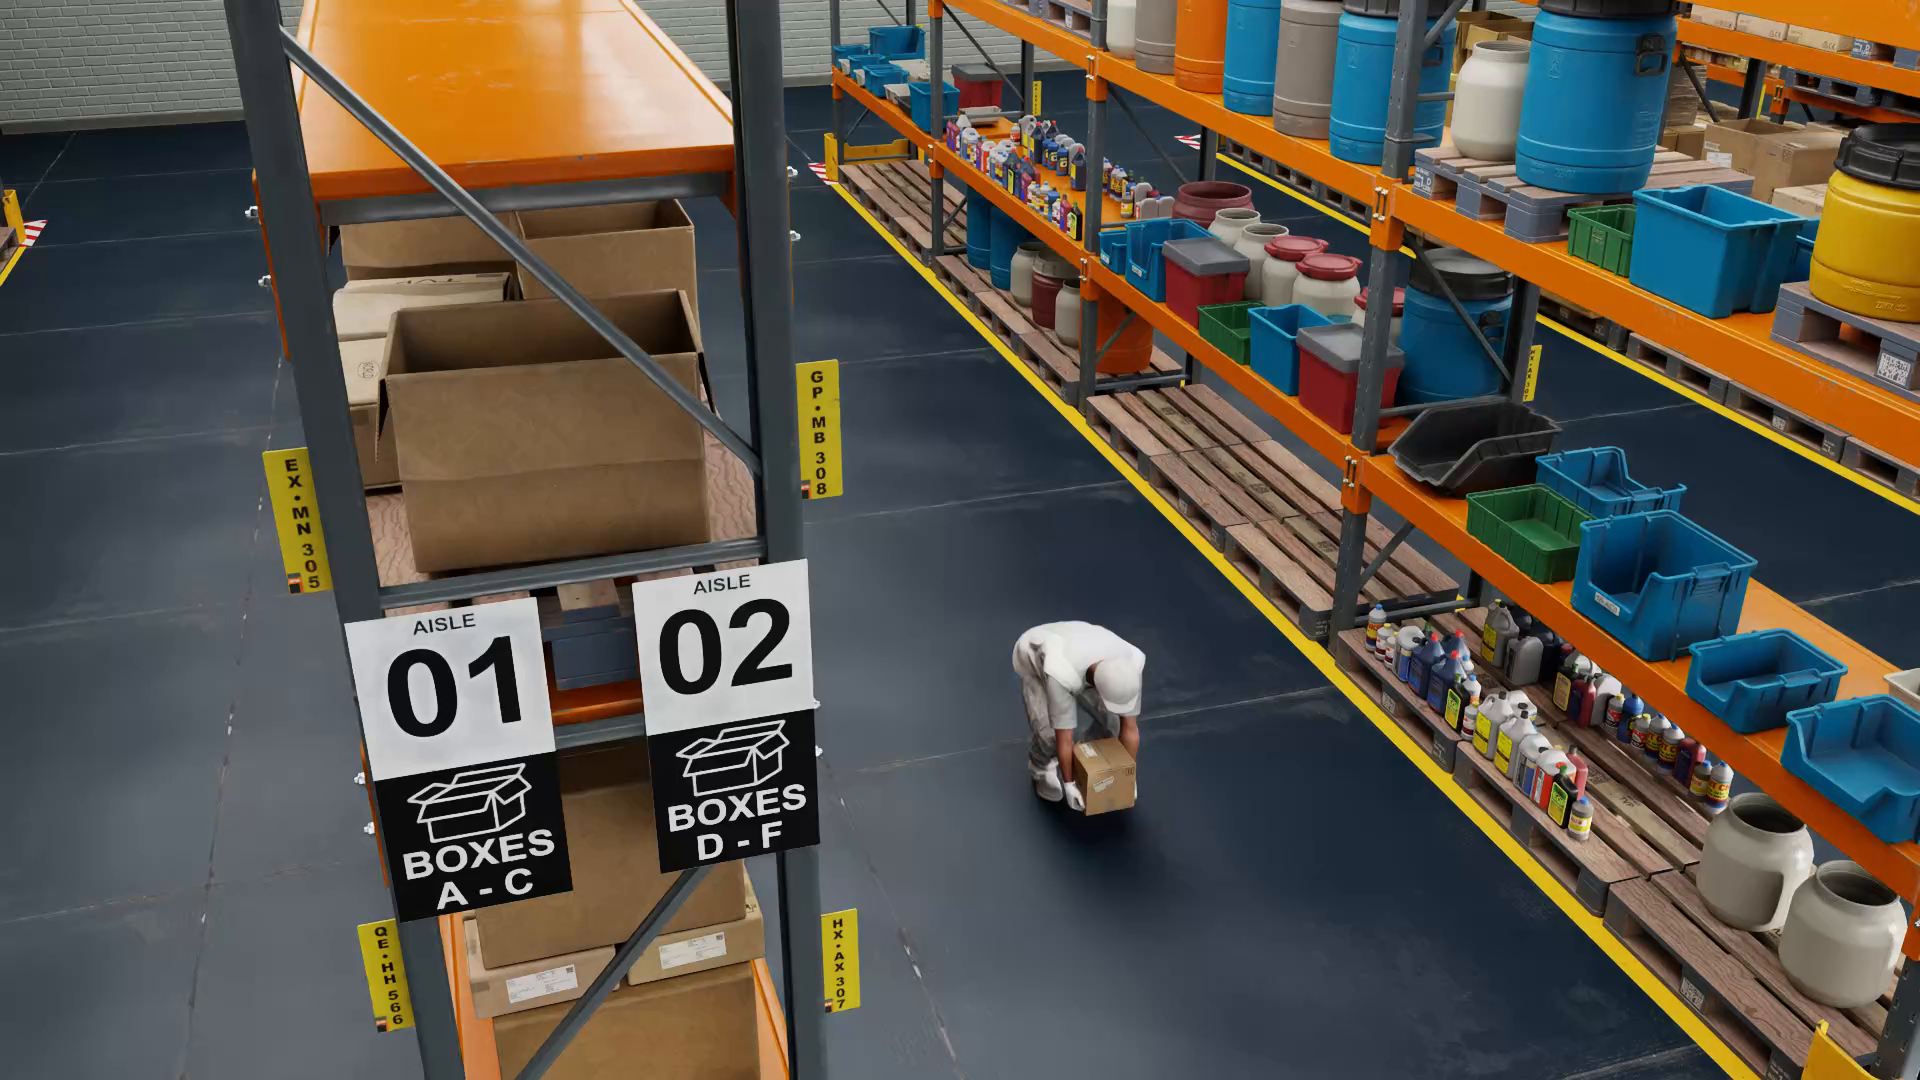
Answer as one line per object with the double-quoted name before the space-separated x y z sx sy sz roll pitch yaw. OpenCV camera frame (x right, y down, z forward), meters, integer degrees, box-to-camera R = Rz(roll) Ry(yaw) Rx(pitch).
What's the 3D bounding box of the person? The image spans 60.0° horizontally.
"person" 0.609 0.850 8.259 0.541 0.992 0.953 -9 28 -18
